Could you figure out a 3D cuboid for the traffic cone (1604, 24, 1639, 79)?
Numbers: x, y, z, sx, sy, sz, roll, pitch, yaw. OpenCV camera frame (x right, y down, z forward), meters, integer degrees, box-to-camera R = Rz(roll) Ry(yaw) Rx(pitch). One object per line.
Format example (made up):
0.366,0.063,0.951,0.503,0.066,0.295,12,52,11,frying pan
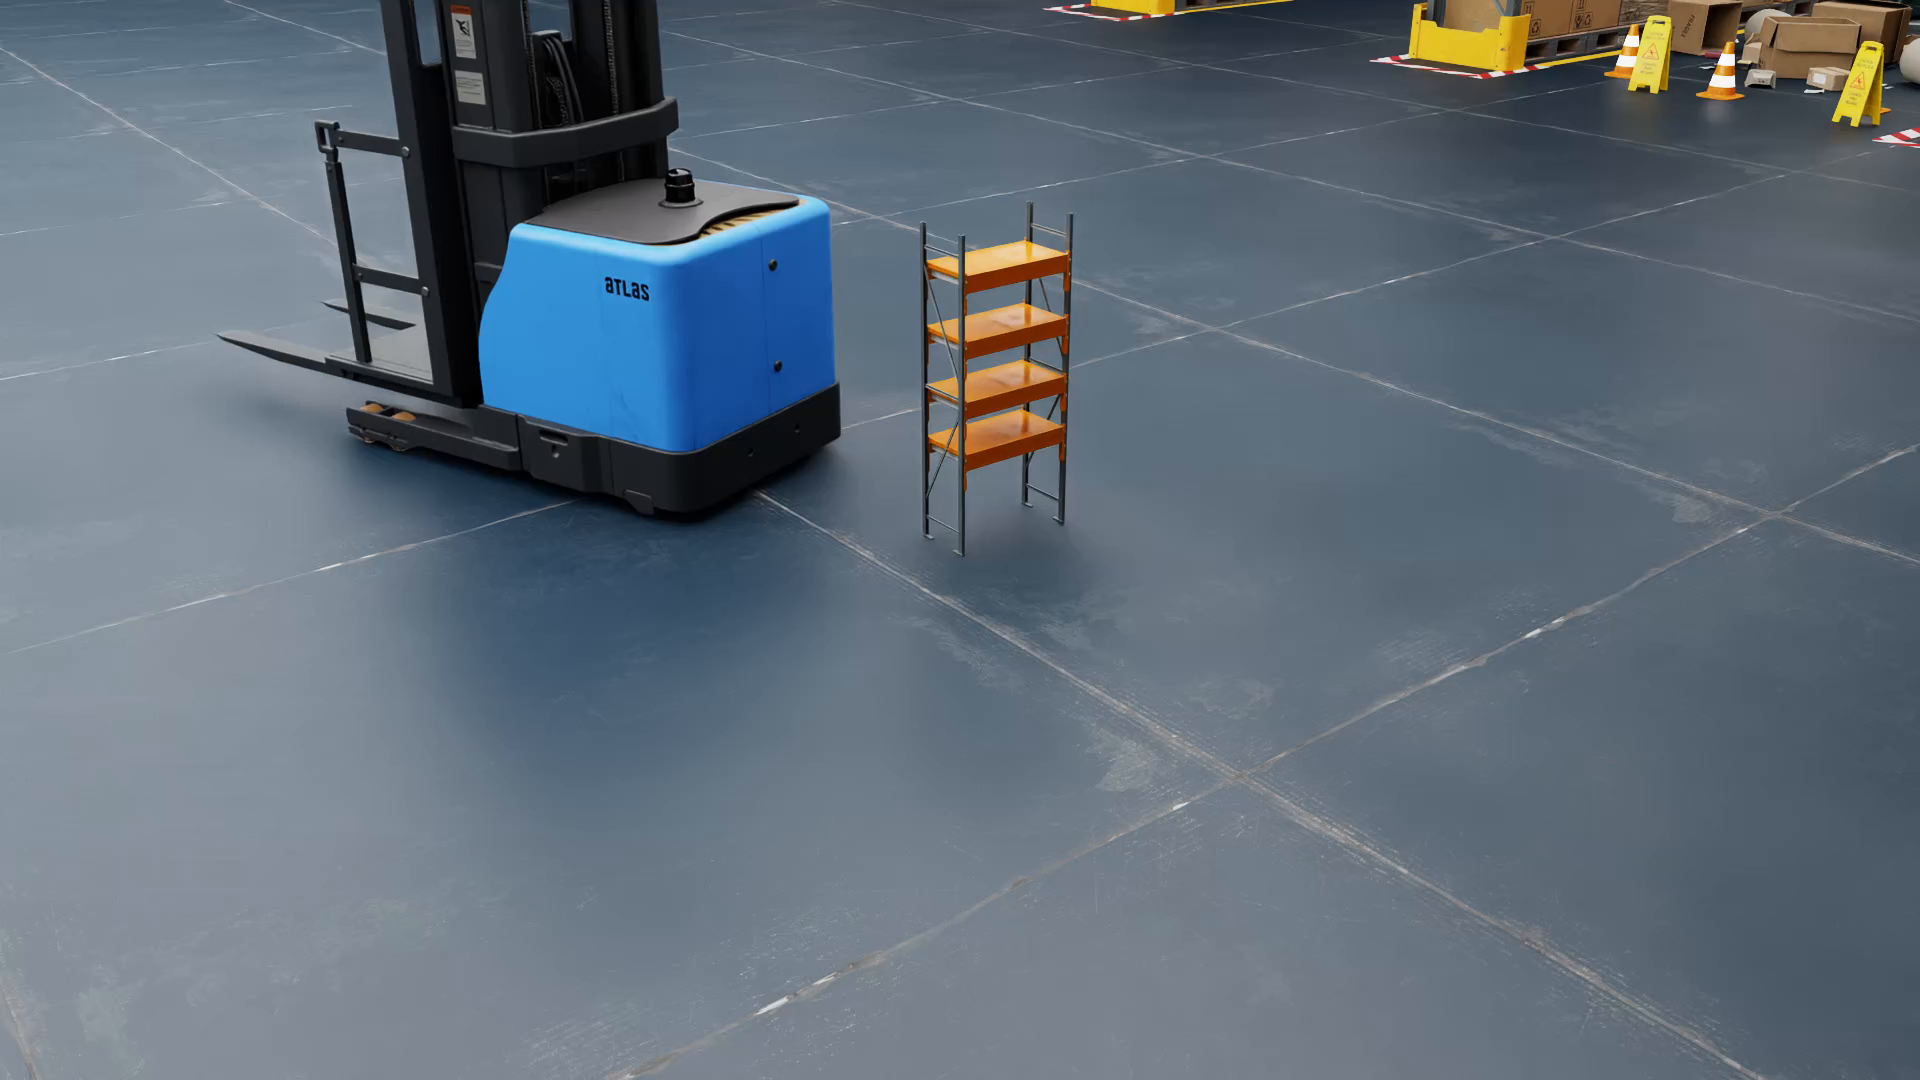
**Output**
6.290,-4.593,15.597,0.334,0.463,0.336,-18,31,-34,traffic cone

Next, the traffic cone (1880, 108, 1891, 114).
7.672,-3.851,13.998,0.334,0.463,0.336,-18,31,-34,traffic cone

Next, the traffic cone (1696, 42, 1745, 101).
6.720,-4.130,14.600,0.334,0.463,0.336,-18,31,-34,traffic cone

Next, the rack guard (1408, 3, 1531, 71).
4.977,-4.936,16.292,0.348,0.500,1.175,-18,31,-34,rack guard

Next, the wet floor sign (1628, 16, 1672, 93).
6.195,-4.345,14.845,0.267,0.644,0.232,21,32,37,wet floor sign

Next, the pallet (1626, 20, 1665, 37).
7.497,-5.679,18.235,1.213,0.211,1.003,-18,31,-34,pallet

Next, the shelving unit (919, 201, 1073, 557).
0.130,-0.587,6.090,0.503,1.200,0.258,-18,31,-34,shelving unit

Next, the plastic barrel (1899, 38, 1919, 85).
8.821,-4.332,15.082,0.421,0.421,0.512,1,25,2,plastic barrel

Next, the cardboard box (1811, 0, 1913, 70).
8.681,-4.932,16.119,0.503,0.637,0.797,-18,31,-34,cardboard box

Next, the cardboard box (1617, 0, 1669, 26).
6.898,-5.966,17.568,0.875,0.875,0.875,-18,30,-34,cardboard box

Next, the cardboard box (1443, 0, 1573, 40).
5.489,-5.501,16.565,0.875,0.875,0.875,-18,30,-34,cardboard box

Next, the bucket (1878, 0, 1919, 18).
9.459,-5.521,16.665,0.620,0.611,0.726,2,23,-21,bucket

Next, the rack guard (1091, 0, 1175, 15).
2.075,-6.631,19.945,0.348,0.500,1.175,-18,31,-34,rack guard

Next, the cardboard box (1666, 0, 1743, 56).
7.555,-5.239,16.942,0.500,0.500,0.500,-13,28,-25,cardboard box

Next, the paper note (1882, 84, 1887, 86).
8.406,-4.187,15.248,0.142,0.019,0.148,-8,26,-16,paper note

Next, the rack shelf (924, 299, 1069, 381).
0.130,-0.729,6.024,0.480,0.148,0.258,-18,31,-34,rack shelf

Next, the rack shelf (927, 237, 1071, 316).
0.130,-0.944,5.925,0.480,0.148,0.258,-18,31,-34,rack shelf

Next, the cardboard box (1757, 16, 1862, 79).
7.950,-4.625,15.618,0.797,0.503,0.637,5,25,11,cardboard box

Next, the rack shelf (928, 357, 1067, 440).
0.130,-0.526,6.118,0.480,0.148,0.258,-18,31,-34,rack shelf

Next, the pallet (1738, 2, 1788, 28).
8.704,-6.076,19.091,1.213,0.211,1.003,-18,31,-34,pallet

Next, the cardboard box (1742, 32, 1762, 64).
7.927,-4.818,16.317,0.258,0.266,0.396,-13,28,-25,cardboard box

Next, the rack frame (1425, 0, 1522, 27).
4.996,-6.076,15.779,0.127,3.000,1.000,-18,31,-34,rack frame

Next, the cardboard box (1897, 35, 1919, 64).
9.312,-4.761,16.193,0.258,0.266,0.396,5,25,11,cardboard box

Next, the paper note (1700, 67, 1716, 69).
7.245,-4.563,16.047,0.142,0.017,0.144,-8,26,-16,paper note

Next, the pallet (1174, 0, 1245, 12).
2.736,-6.700,20.435,1.213,0.211,1.003,-18,31,-34,pallet

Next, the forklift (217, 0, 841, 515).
-2.027,-1.875,6.808,3.031,2.935,1.130,15,29,29,forklift

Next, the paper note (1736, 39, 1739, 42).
8.173,-5.294,17.620,0.147,0.020,0.142,5,25,11,paper note

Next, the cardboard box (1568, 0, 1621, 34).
6.180,-5.730,17.059,0.875,0.875,0.875,-19,31,-35,cardboard box

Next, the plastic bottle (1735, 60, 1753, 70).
7.588,-4.603,16.096,0.133,0.061,0.283,15,29,29,plastic bottle

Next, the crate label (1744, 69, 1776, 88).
7.300,-4.207,15.153,0.250,0.136,0.298,10,27,20,crate label

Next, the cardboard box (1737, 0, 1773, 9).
8.577,-6.476,18.815,0.750,0.750,1.050,-18,31,-34,cardboard box

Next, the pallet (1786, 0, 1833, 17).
9.665,-6.394,19.777,1.213,0.211,1.003,-18,31,-34,pallet

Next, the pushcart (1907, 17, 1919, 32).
9.831,-5.055,16.693,1.648,0.377,0.936,15,29,29,pushcart

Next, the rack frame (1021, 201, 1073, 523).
0.322,-0.651,6.227,0.015,1.200,0.240,-18,31,-34,rack frame

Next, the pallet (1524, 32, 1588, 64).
5.577,-5.045,16.870,1.213,0.211,1.003,-18,31,-34,pallet

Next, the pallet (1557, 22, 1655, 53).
6.536,-5.360,17.549,1.213,0.211,1.003,-18,31,-34,pallet

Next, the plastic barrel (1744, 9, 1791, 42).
8.197,-5.144,16.830,0.421,0.421,0.512,1,25,2,plastic barrel

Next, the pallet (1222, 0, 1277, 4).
3.695,-7.015,21.114,1.213,0.211,1.003,-18,31,-34,pallet

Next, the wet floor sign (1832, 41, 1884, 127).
7.320,-3.700,13.455,0.232,0.644,0.267,-8,26,-16,wet floor sign

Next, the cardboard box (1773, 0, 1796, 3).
9.338,-6.726,19.352,0.750,0.750,1.050,-18,31,-34,cardboard box

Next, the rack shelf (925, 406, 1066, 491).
0.130,-0.346,6.202,0.480,0.148,0.258,-18,31,-34,rack shelf

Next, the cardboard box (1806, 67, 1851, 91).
7.914,-4.179,15.078,0.250,0.149,0.380,-3,25,-7,cardboard box

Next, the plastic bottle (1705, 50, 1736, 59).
7.605,-4.843,16.613,0.283,0.061,0.133,15,29,29,plastic bottle

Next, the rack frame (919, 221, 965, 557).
-0.062,-0.524,5.954,0.015,1.200,0.240,-18,31,-34,rack frame

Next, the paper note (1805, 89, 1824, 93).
7.645,-4.021,14.877,0.148,0.019,0.142,15,29,29,paper note
